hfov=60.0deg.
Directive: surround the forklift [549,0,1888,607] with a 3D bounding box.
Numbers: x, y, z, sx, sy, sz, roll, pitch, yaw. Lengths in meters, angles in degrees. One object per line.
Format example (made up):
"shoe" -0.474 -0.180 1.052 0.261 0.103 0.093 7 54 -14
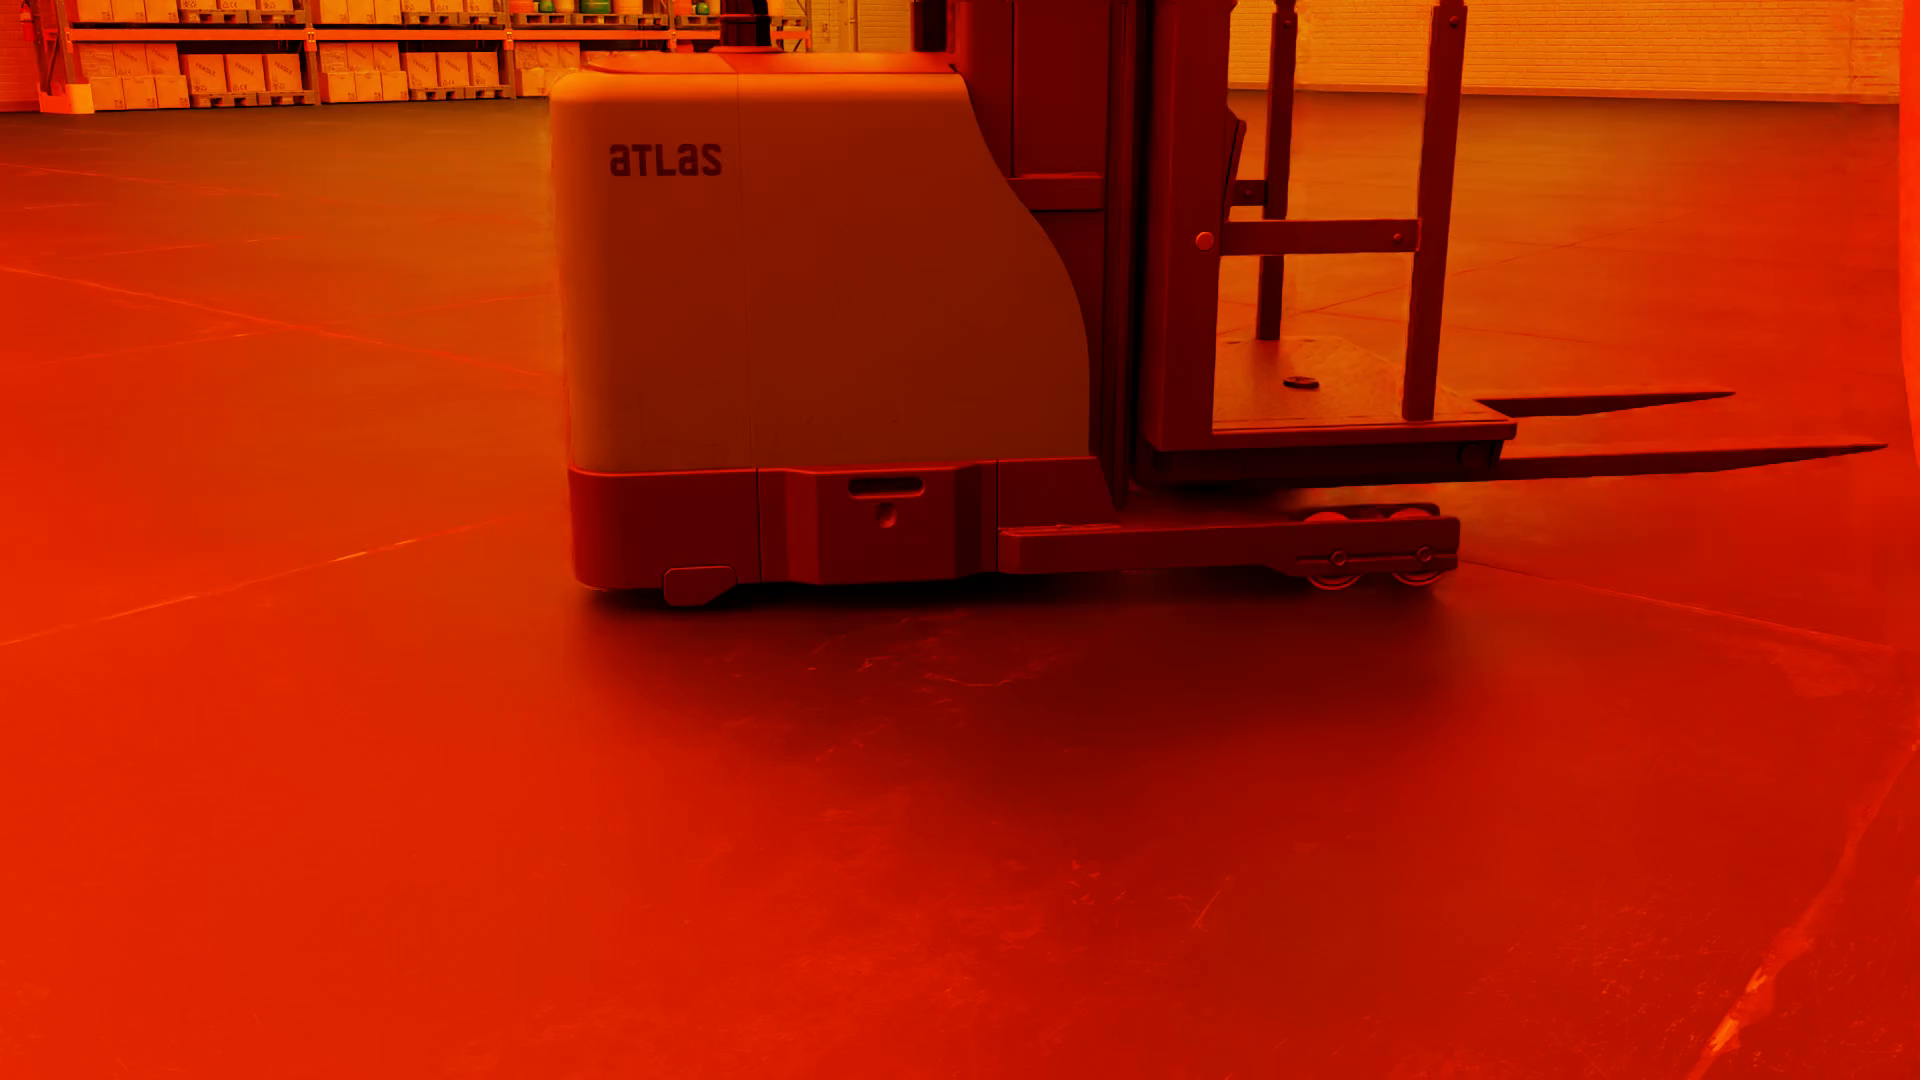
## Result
"forklift" 0.639 -1.444 3.653 3.031 2.935 1.130 -2 17 -8
